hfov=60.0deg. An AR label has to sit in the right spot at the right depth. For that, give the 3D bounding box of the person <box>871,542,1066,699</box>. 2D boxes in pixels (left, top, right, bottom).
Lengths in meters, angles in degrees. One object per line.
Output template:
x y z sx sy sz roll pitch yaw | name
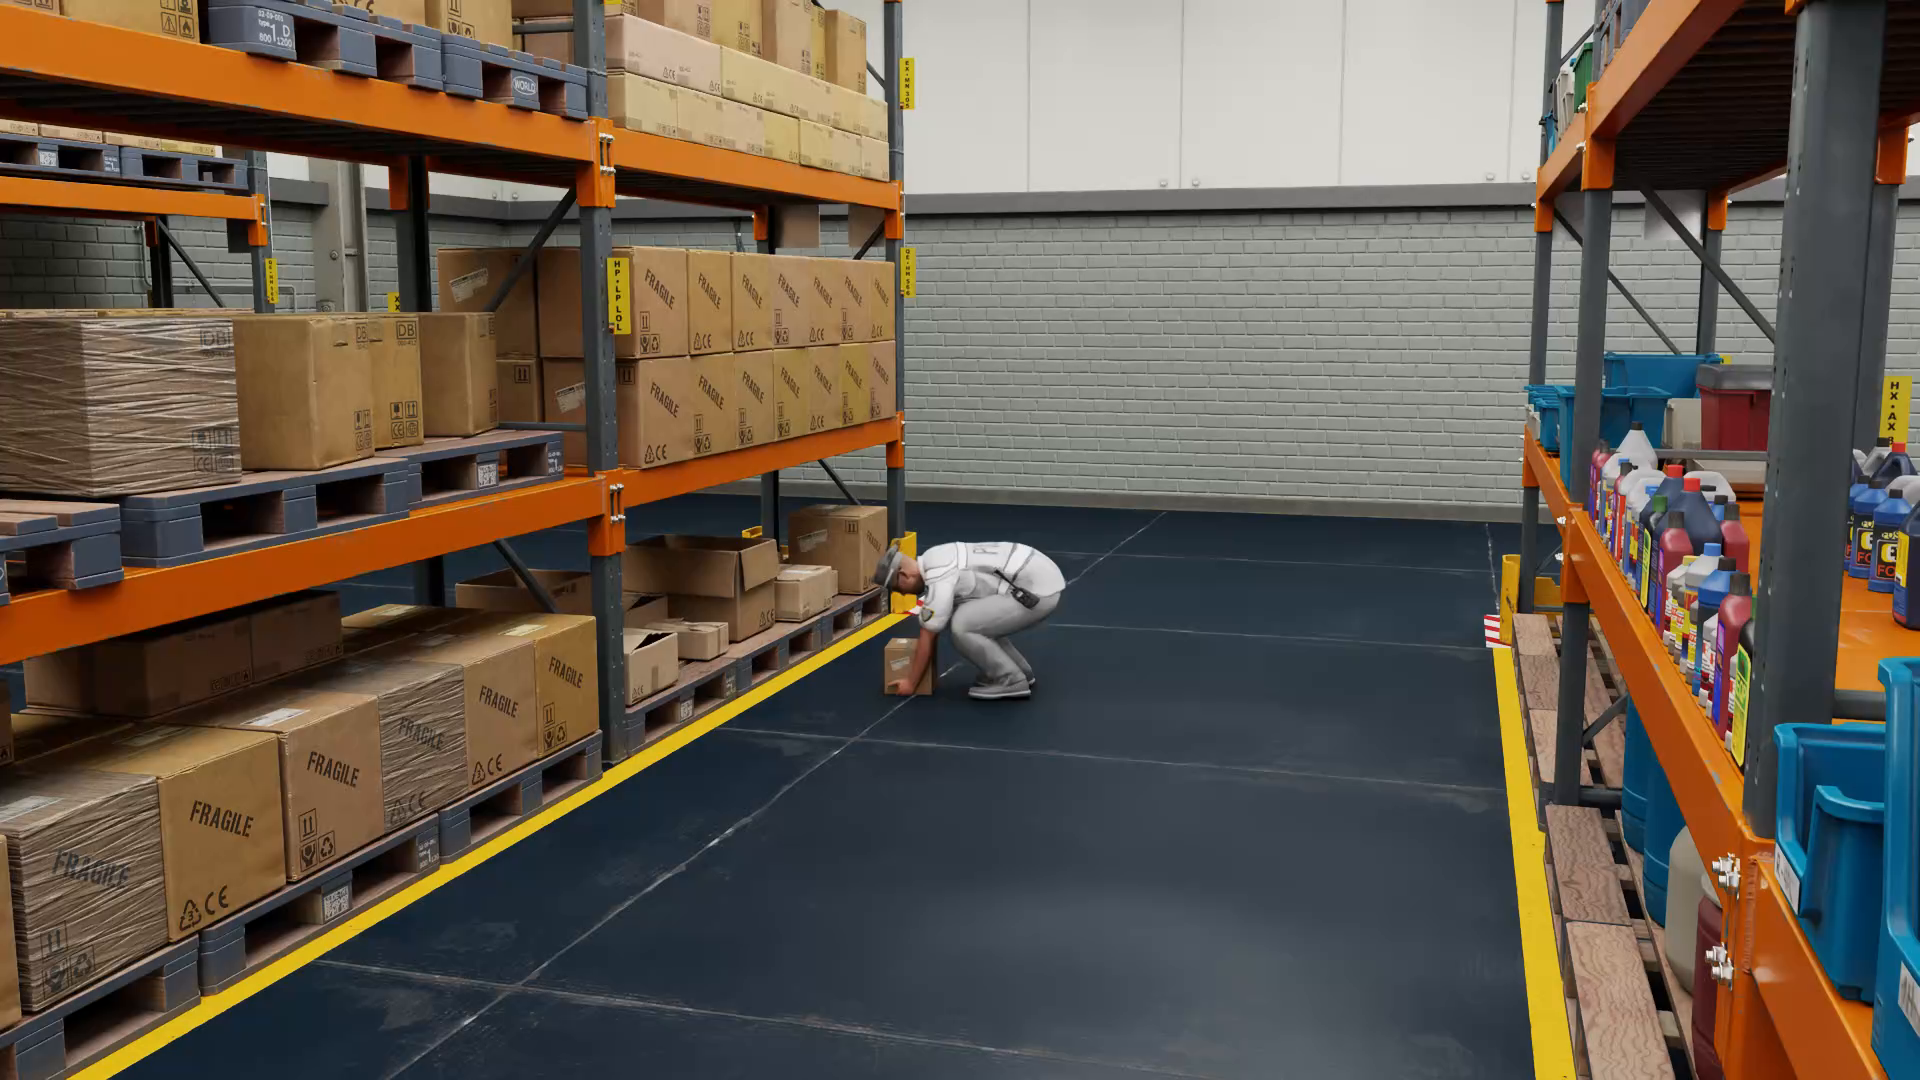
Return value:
0.042 0.423 8.796 1.029 0.816 0.529 1 8 5 | person
